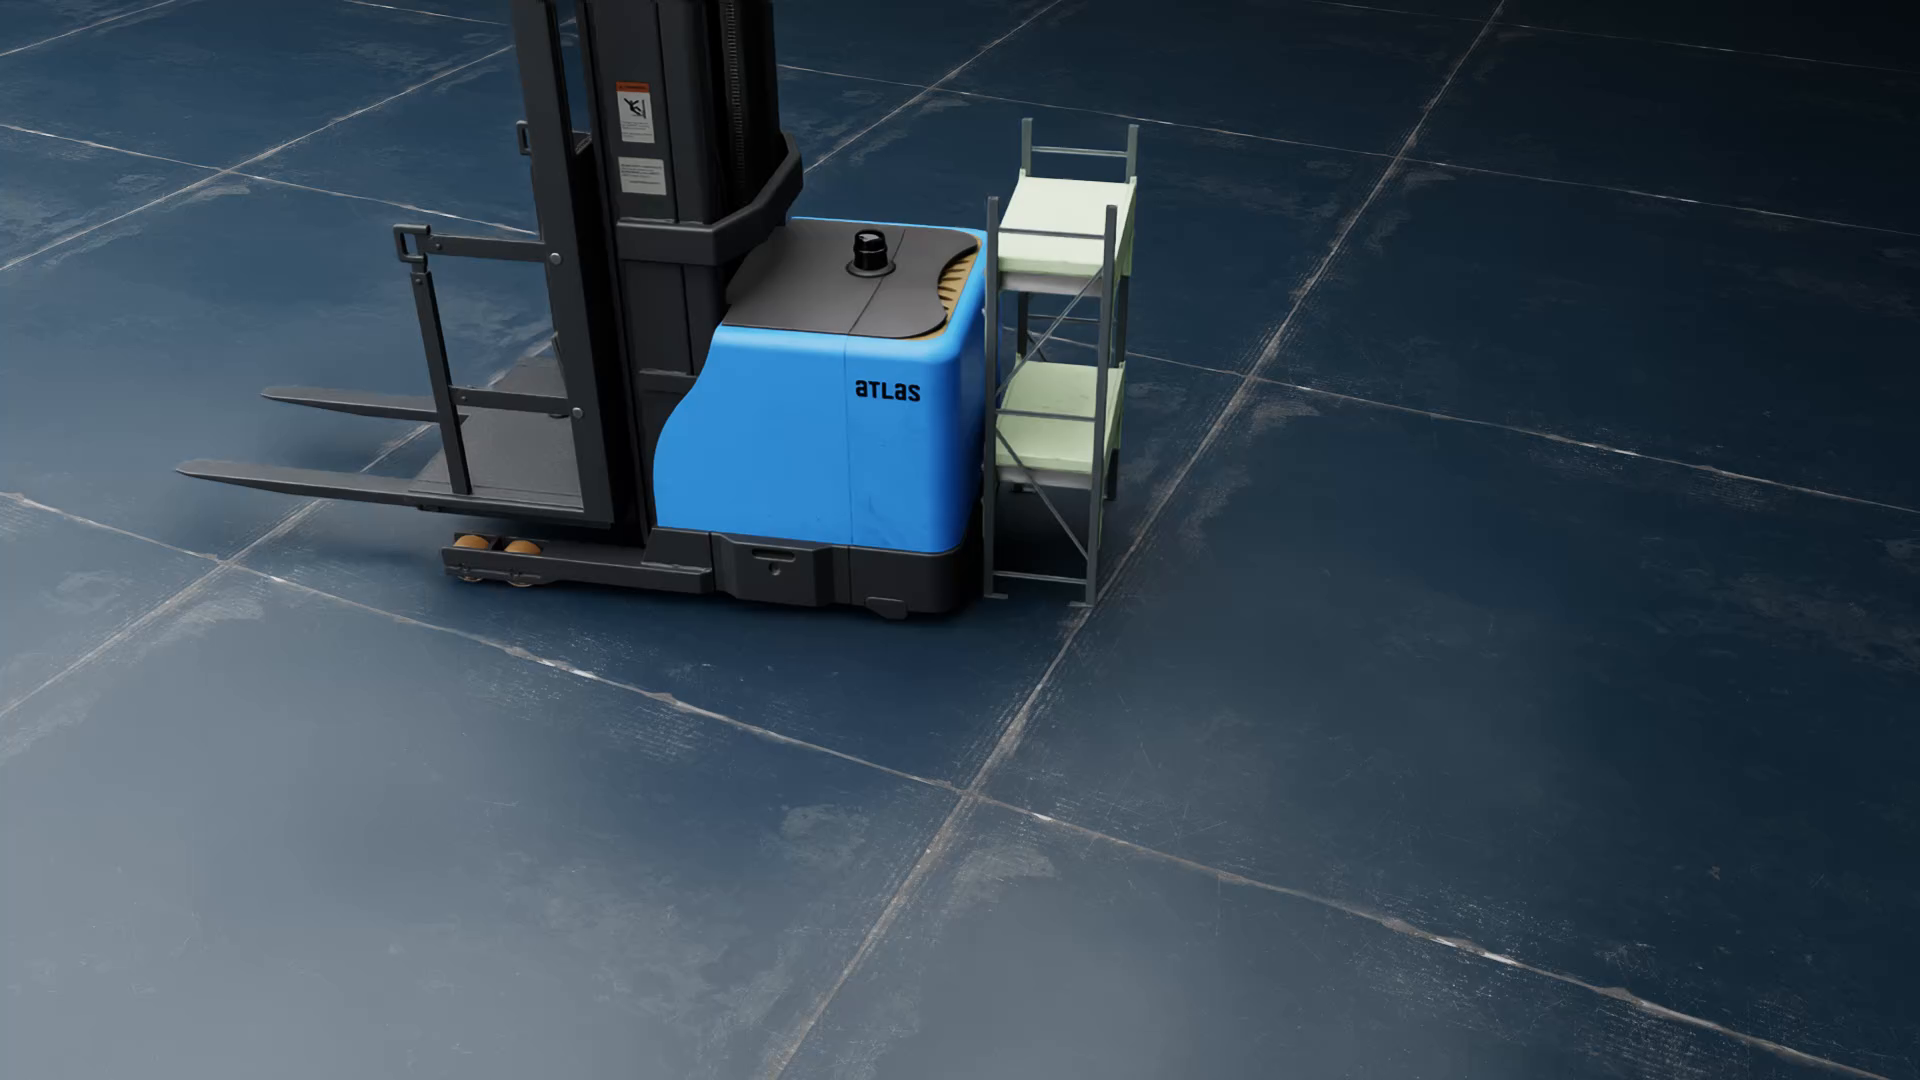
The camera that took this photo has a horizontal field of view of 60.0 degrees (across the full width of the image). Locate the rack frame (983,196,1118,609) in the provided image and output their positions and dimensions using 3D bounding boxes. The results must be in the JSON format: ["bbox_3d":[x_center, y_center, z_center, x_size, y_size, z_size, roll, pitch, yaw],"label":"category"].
[{"bbox_3d":[0.281,-0.408,5.505,0.400,1.500,0.023,6,34,9],"label":"rack frame"}]

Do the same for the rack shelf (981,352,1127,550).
[{"bbox_3d":[0.346,-0.333,5.985,0.431,0.370,0.720,6,34,9],"label":"rack shelf"}]

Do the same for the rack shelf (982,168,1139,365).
[{"bbox_3d":[0.347,-0.932,5.592,0.431,0.370,0.720,6,34,9],"label":"rack shelf"}]

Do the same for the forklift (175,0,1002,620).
[{"bbox_3d":[-1.401,-1.334,5.611,3.031,2.935,1.130,6,34,9],"label":"forklift"}]

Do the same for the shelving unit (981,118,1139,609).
[{"bbox_3d":[0.347,-0.606,5.806,0.431,1.500,0.755,6,34,9],"label":"shelving unit"}]

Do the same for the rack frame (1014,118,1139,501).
[{"bbox_3d":[0.412,-0.803,6.107,0.400,1.500,0.023,6,34,9],"label":"rack frame"}]
